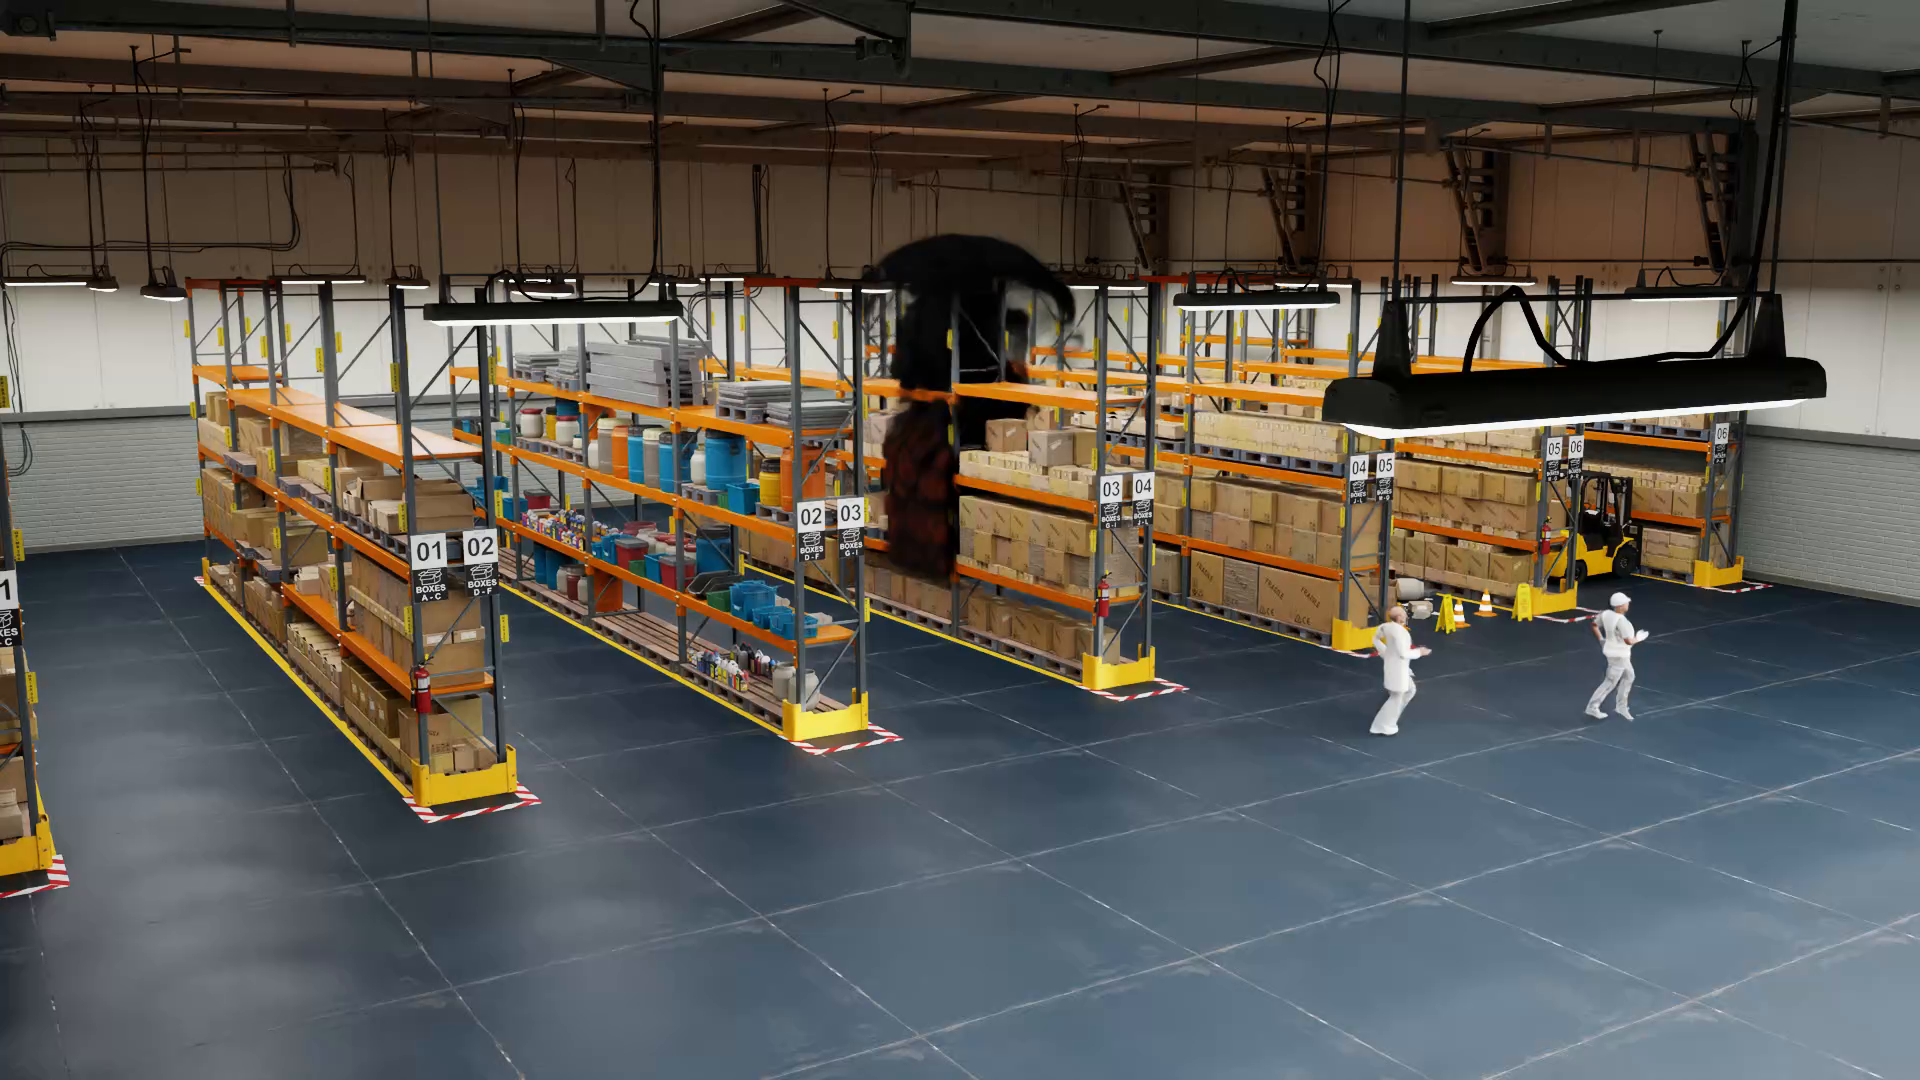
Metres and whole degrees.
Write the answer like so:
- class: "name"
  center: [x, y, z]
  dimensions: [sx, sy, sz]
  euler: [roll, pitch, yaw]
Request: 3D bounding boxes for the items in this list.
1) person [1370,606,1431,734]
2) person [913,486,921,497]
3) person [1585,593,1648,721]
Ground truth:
- class: "person"
  center: [5.894, 1.758, 22.293]
  dimensions: [0.754, 1.778, 0.674]
  euler: [0, 10, -1]
- class: "person"
  center: [-1.074, -1.757, 43.211]
  dimensions: [0.733, 1.790, 0.627]
  euler: [-9, 13, -42]
- class: "person"
  center: [9.053, 1.632, 22.942]
  dimensions: [0.785, 1.846, 0.661]
  euler: [1, 10, 6]
